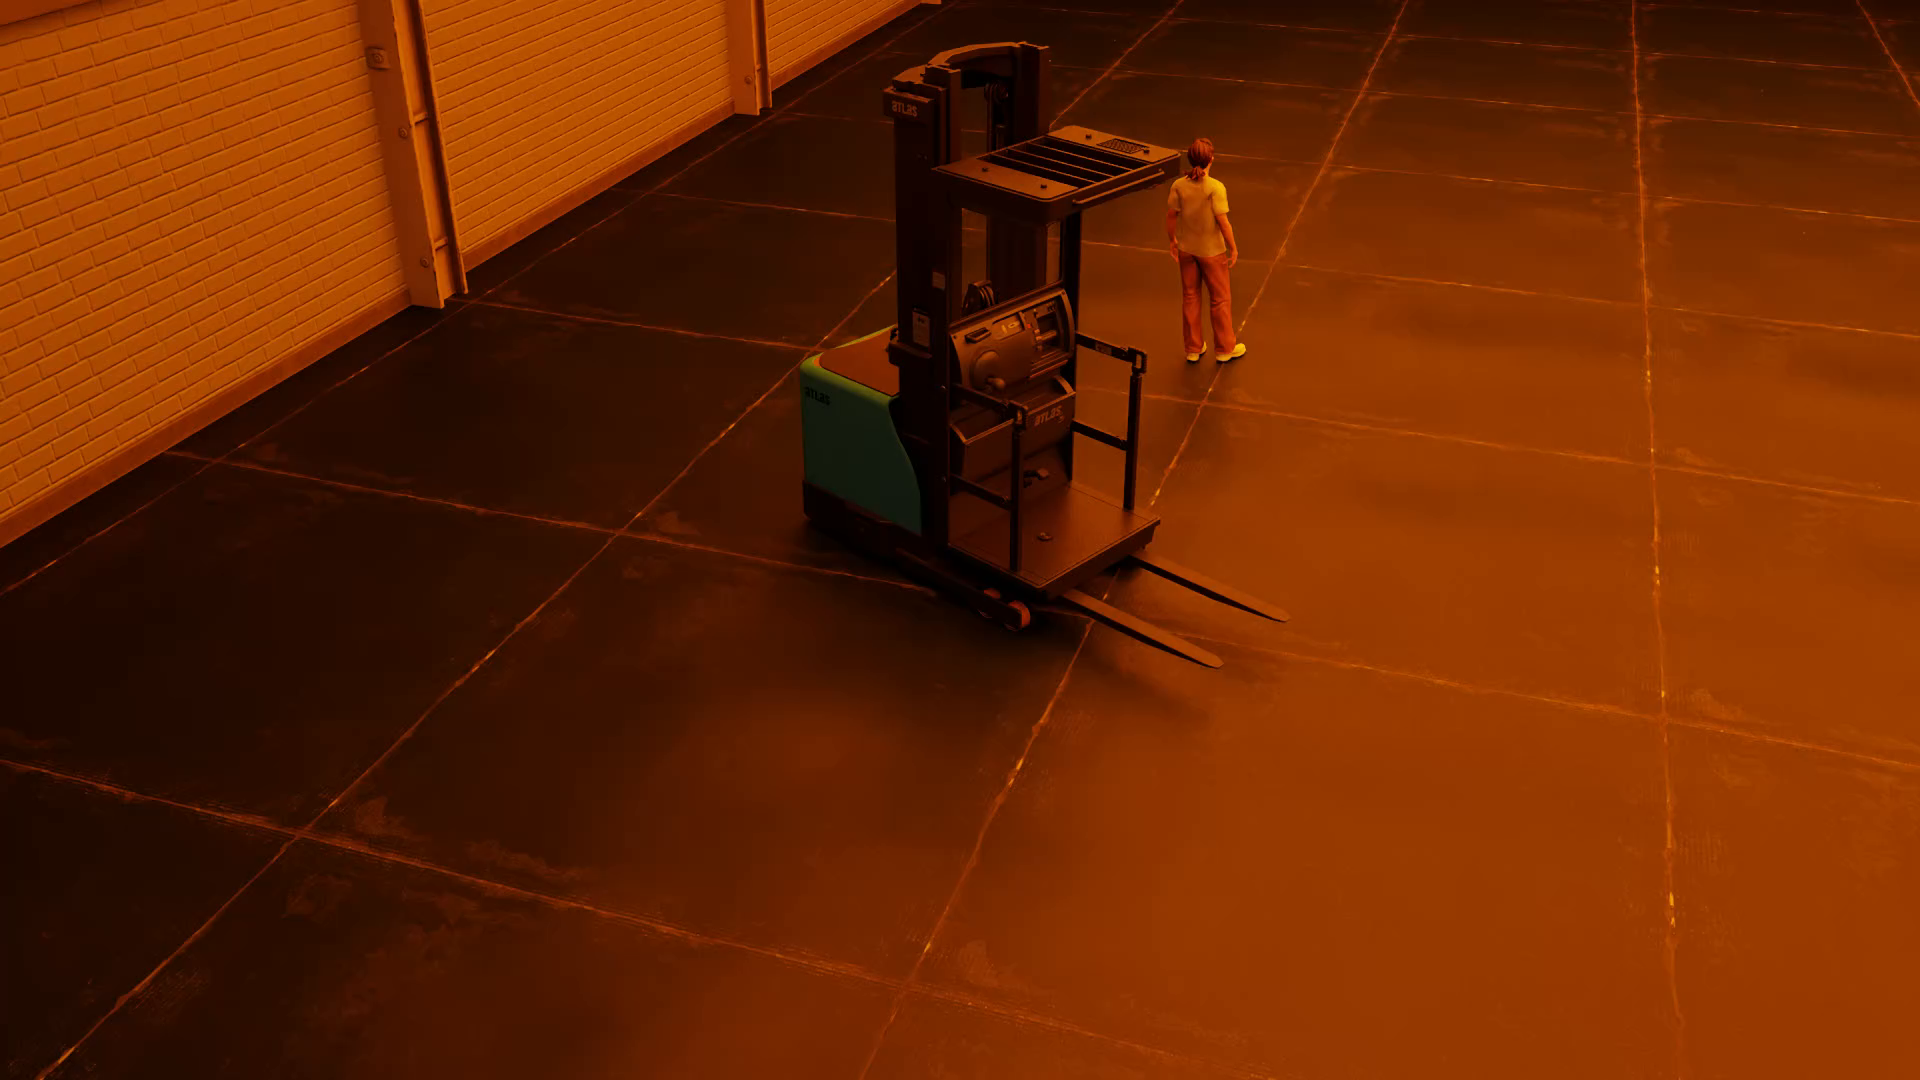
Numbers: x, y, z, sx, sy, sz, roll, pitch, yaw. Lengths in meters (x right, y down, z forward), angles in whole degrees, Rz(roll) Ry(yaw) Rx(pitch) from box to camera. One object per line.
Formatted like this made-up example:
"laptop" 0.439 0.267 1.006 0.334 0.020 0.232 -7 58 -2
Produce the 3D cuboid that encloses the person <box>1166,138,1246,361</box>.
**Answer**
"person" 1.794 -2.115 12.098 0.553 1.675 0.549 19 35 29

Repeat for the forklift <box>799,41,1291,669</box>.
"forklift" 0.450 -1.061 8.998 3.031 2.935 1.130 25 38 37
